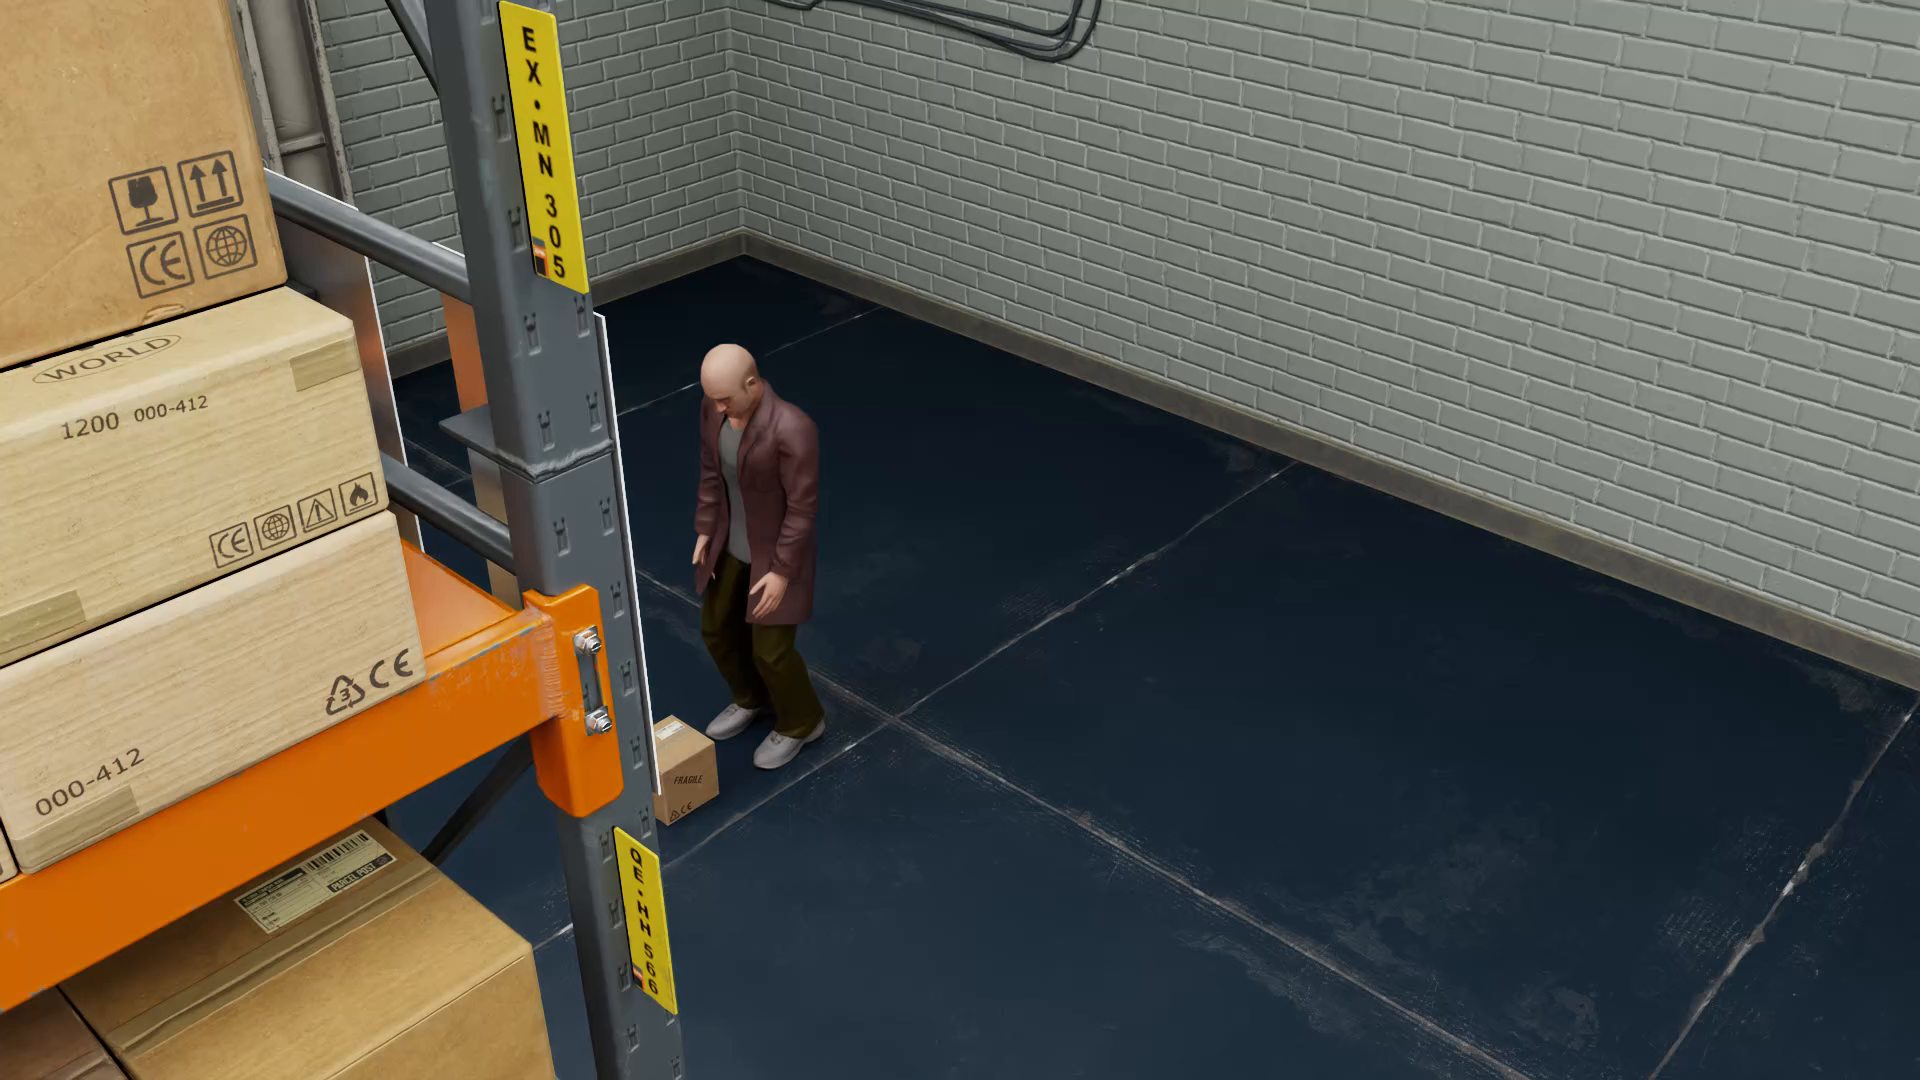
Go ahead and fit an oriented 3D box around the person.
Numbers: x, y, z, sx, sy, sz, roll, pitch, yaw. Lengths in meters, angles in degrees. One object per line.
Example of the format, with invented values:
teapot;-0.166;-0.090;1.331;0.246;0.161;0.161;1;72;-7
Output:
person;-0.739;0.047;6.131;0.591;1.727;0.432;26;40;36
